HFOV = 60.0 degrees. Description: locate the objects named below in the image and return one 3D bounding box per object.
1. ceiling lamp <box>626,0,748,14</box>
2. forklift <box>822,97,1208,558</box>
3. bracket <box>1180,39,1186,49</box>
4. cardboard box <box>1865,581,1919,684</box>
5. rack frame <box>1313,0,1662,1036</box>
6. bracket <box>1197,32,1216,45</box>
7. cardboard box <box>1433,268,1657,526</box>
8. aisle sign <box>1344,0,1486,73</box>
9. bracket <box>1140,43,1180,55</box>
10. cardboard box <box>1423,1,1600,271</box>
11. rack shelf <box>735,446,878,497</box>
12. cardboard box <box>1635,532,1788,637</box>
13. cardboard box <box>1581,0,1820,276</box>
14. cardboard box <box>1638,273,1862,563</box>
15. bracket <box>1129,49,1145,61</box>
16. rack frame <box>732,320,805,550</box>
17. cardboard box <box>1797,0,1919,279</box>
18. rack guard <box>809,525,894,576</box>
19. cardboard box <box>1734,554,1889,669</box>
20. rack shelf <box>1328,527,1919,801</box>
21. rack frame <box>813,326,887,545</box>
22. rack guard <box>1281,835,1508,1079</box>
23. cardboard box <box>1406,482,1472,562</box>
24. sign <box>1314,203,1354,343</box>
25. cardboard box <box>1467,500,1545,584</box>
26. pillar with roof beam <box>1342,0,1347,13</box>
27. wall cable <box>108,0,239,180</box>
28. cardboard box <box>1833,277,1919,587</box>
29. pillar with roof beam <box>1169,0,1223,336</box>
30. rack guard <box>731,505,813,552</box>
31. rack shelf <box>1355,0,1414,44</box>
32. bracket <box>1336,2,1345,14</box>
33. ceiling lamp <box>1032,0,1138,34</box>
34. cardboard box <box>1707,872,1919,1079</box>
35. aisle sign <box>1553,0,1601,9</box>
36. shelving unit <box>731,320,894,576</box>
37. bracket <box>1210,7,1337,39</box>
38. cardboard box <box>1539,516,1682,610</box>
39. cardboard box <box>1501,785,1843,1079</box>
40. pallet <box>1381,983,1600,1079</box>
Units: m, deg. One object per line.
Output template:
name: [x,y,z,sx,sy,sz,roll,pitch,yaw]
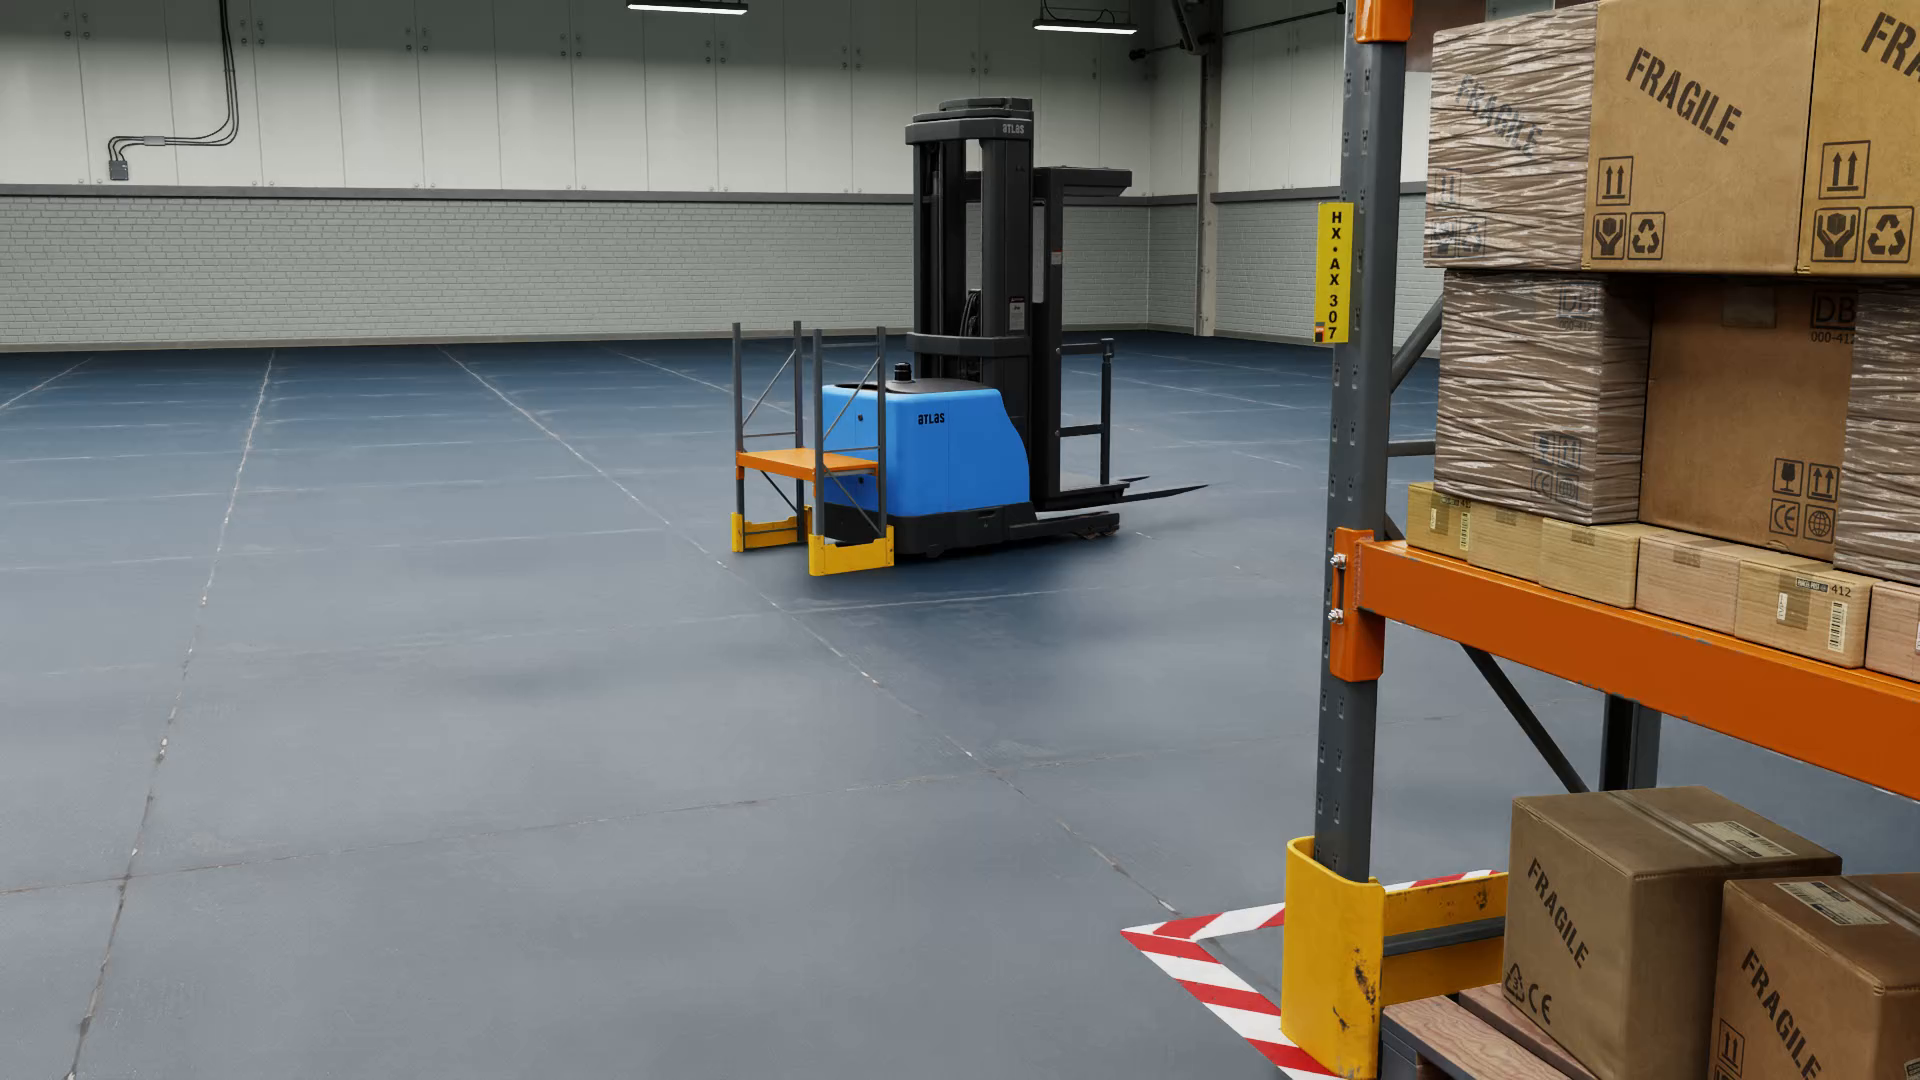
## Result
ceiling lamp: [-4.636,-10.434,27.716,2.000,3.185,0.800,-4,11,-21]
forklift: [0.486,-1.513,11.558,3.031,2.935,1.130,-8,13,-39]
bracket: [4.947,-10.789,36.101,0.235,0.232,0.430,-4,11,-21]
cardboard box: [1.730,0.151,2.721,0.380,0.149,0.250,-4,11,-21]
rack frame: [1.390,-0.238,4.190,1.000,3.000,0.127,-4,11,-21]
bracket: [5.248,-10.654,35.339,0.235,0.232,0.430,-4,11,-21]
cardboard box: [1.563,-0.342,3.641,0.875,0.500,0.500,-4,11,-21]
aisle sign: [1.087,-1.509,3.913,0.394,0.787,0.004,-4,11,-21]
bracket: [4.302,-11.079,37.734,0.076,0.066,3.189,-4,11,-21]
cardboard box: [1.335,-0.818,3.466,0.500,0.500,0.500,-4,11,-21]
rack shelf: [-0.969,-0.447,10.678,0.538,0.185,1.000,-7,12,-35]
cardboard box: [1.530,0.071,3.173,0.380,0.149,0.250,-4,11,-21]
cardboard box: [1.510,-0.736,3.005,0.500,0.500,0.500,-4,11,-21]
cardboard box: [1.856,-0.268,3.225,0.875,0.500,0.500,-4,11,-21]
bracket: [4.088,-11.176,38.276,0.235,0.232,0.430,-4,11,-21]
rack frame: [-1.267,-0.696,11.052,0.500,1.500,0.032,-7,12,-35]
cardboard box: [1.692,-0.655,2.547,0.500,0.500,0.500,-4,11,-21]
rack guard: [-0.672,0.063,10.352,0.587,0.250,0.087,-7,12,-35]
cardboard box: [1.614,0.112,2.941,0.380,0.149,0.250,-4,11,-21]
rack shelf: [2.114,0.443,2.418,1.077,0.370,4.000,-4,11,-21]
rack frame: [-0.672,-0.552,10.241,0.500,1.500,0.032,-7,12,-35]
rack guard: [1.417,1.006,4.340,1.175,0.500,0.348,-4,11,-21]
cardboard box: [1.271,-0.052,3.866,0.380,0.149,0.250,-4,11,-21]
sign: [0.884,-0.629,3.921,0.100,0.325,0.005,-4,11,-21]
cardboard box: [1.343,-0.010,3.630,0.380,0.149,0.250,-4,11,-21]
pillar with roof beam: [3.590,-7.719,29.120,9.100,9.000,0.548,-4,11,-21]
wall cable: [-14.912,-9.812,31.173,2.305,6.003,0.169,-4,11,-21]
cardboard box: [1.997,-0.183,2.751,0.875,0.500,0.500,-4,11,-21]
pillar with roof beam: [1.416,-8.698,34.626,9.100,9.000,0.548,-4,11,-21]
rack guard: [-1.256,-0.078,11.146,0.587,0.250,0.087,-7,12,-35]
rack shelf: [2.114,-1.034,2.156,1.077,0.370,4.000,-4,11,-21]
bracket: [7.121,-9.810,30.595,0.235,0.232,0.430,-4,11,-21]
ceiling lamp: [2.205,-10.900,30.335,2.000,3.185,0.800,-4,11,-21]
cardboard box: [1.849,0.985,3.257,0.500,0.500,0.500,-1,10,-6]
aisle sign: [1.647,-1.547,4.127,0.394,0.787,0.004,-4,11,-21]
shelving unit: [-0.964,-0.623,10.639,0.587,1.500,1.083,-7,12,-35]
bracket: [6.181,-10.233,32.975,0.076,0.066,4.783,-4,11,-21]
cardboard box: [1.420,0.032,3.395,0.380,0.149,0.250,-4,11,-21]
cardboard box: [1.600,0.889,3.794,0.500,0.500,0.500,-2,10,-10]
pallet: [1.679,1.283,3.607,1.003,0.211,1.213,-4,11,-21]
